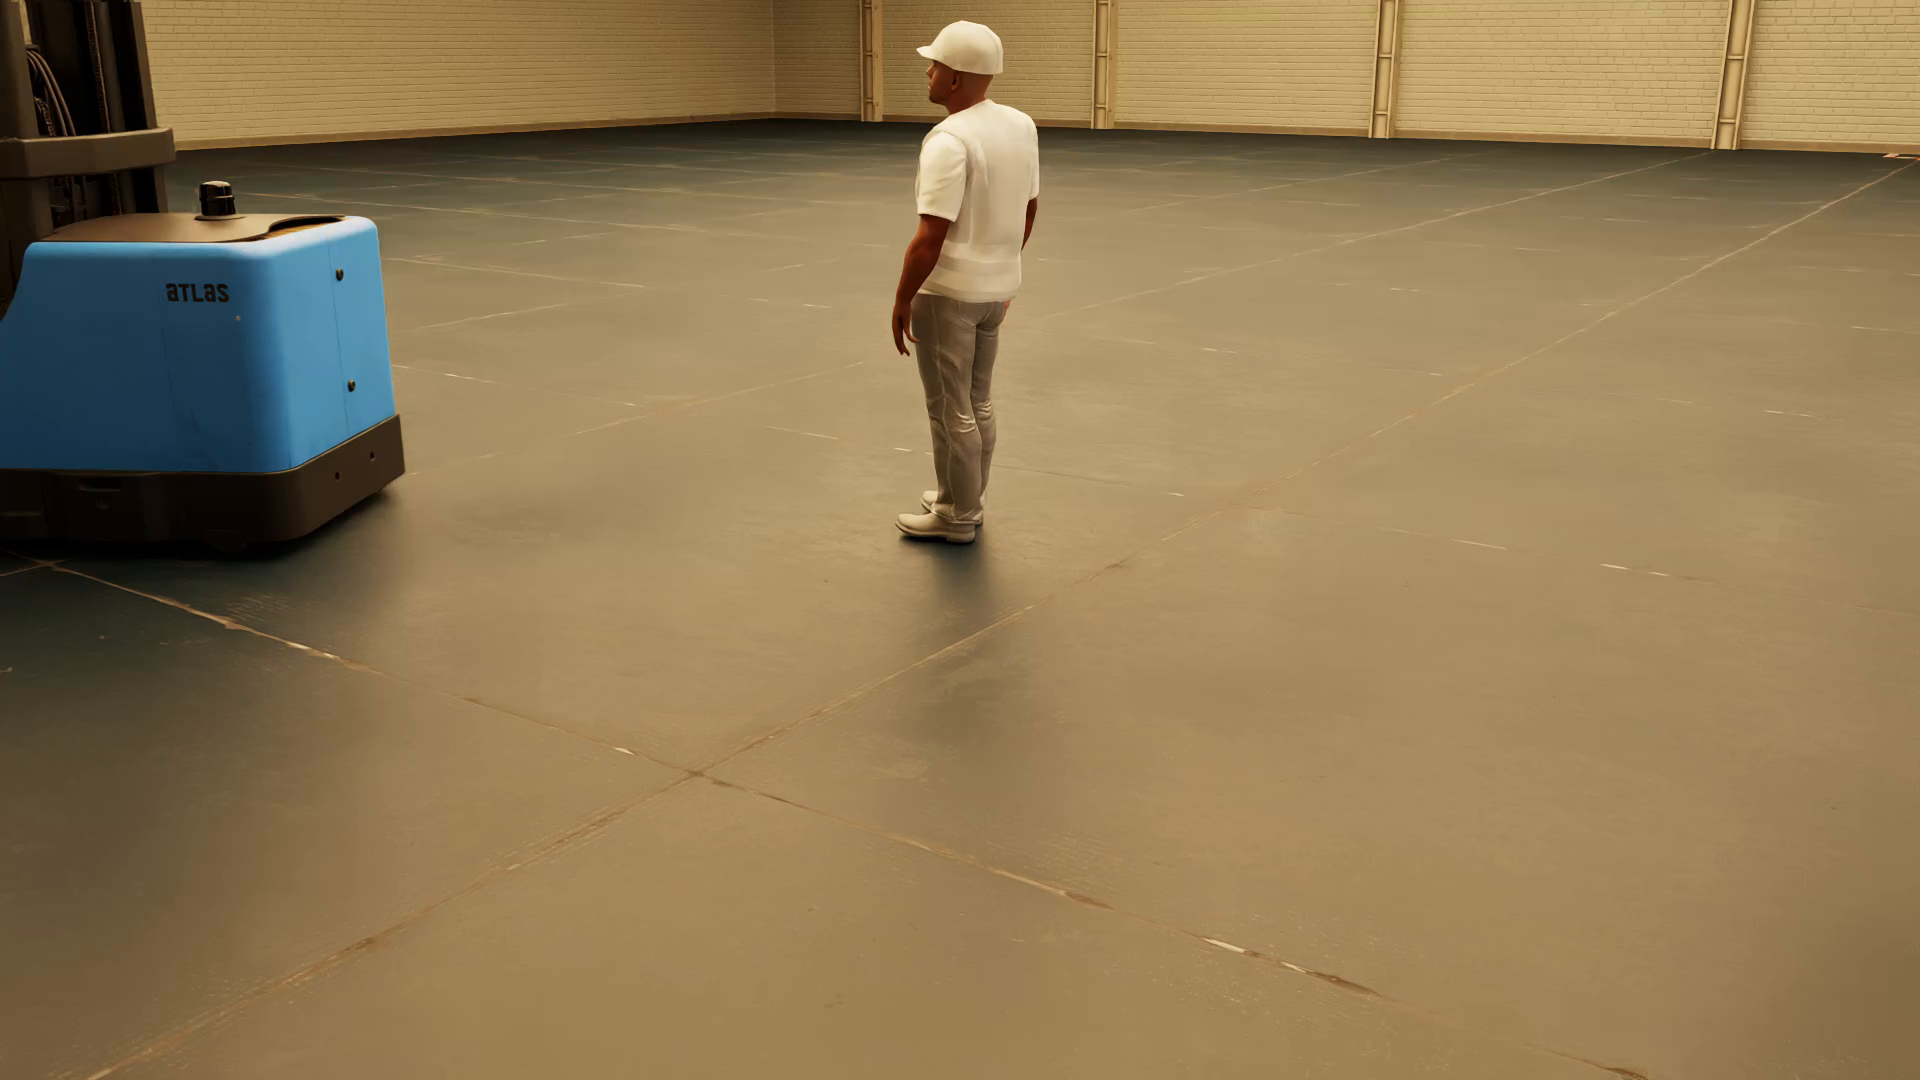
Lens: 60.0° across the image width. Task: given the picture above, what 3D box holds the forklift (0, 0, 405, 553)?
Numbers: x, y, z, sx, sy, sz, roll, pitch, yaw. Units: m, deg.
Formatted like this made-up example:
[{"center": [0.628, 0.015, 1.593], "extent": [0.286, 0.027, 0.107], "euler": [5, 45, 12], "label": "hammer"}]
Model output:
[{"center": [-3.740, -1.508, 5.875], "extent": [3.031, 2.935, 1.130], "euler": [1, 17, 4], "label": "forklift"}]

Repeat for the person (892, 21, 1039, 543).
[{"center": [-0.054, -0.866, 5.736], "extent": [0.577, 1.765, 0.666], "euler": [11, 20, 33], "label": "person"}]
